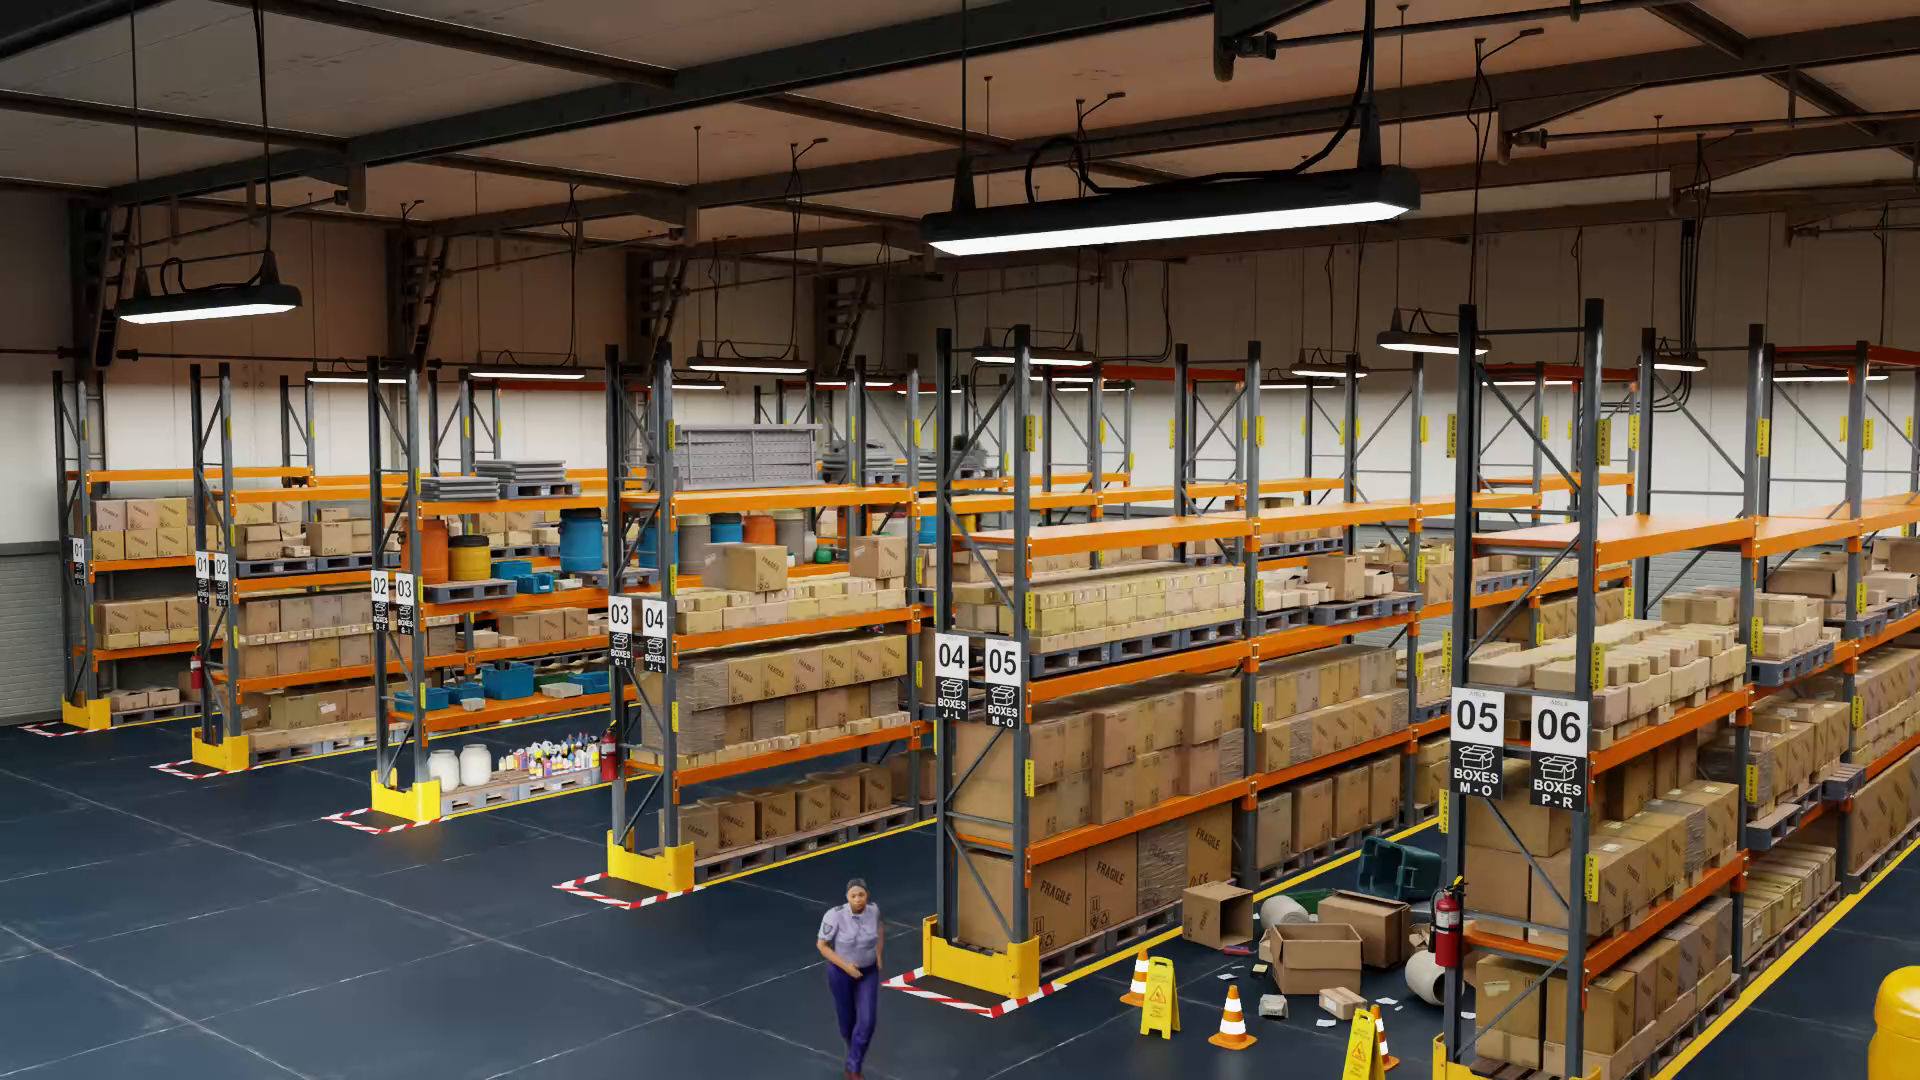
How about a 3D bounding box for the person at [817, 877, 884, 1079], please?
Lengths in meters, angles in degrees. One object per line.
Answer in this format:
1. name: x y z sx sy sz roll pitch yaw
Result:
1. person: -0.870 3.413 13.107 0.580 1.625 0.794 -1 4 -15
